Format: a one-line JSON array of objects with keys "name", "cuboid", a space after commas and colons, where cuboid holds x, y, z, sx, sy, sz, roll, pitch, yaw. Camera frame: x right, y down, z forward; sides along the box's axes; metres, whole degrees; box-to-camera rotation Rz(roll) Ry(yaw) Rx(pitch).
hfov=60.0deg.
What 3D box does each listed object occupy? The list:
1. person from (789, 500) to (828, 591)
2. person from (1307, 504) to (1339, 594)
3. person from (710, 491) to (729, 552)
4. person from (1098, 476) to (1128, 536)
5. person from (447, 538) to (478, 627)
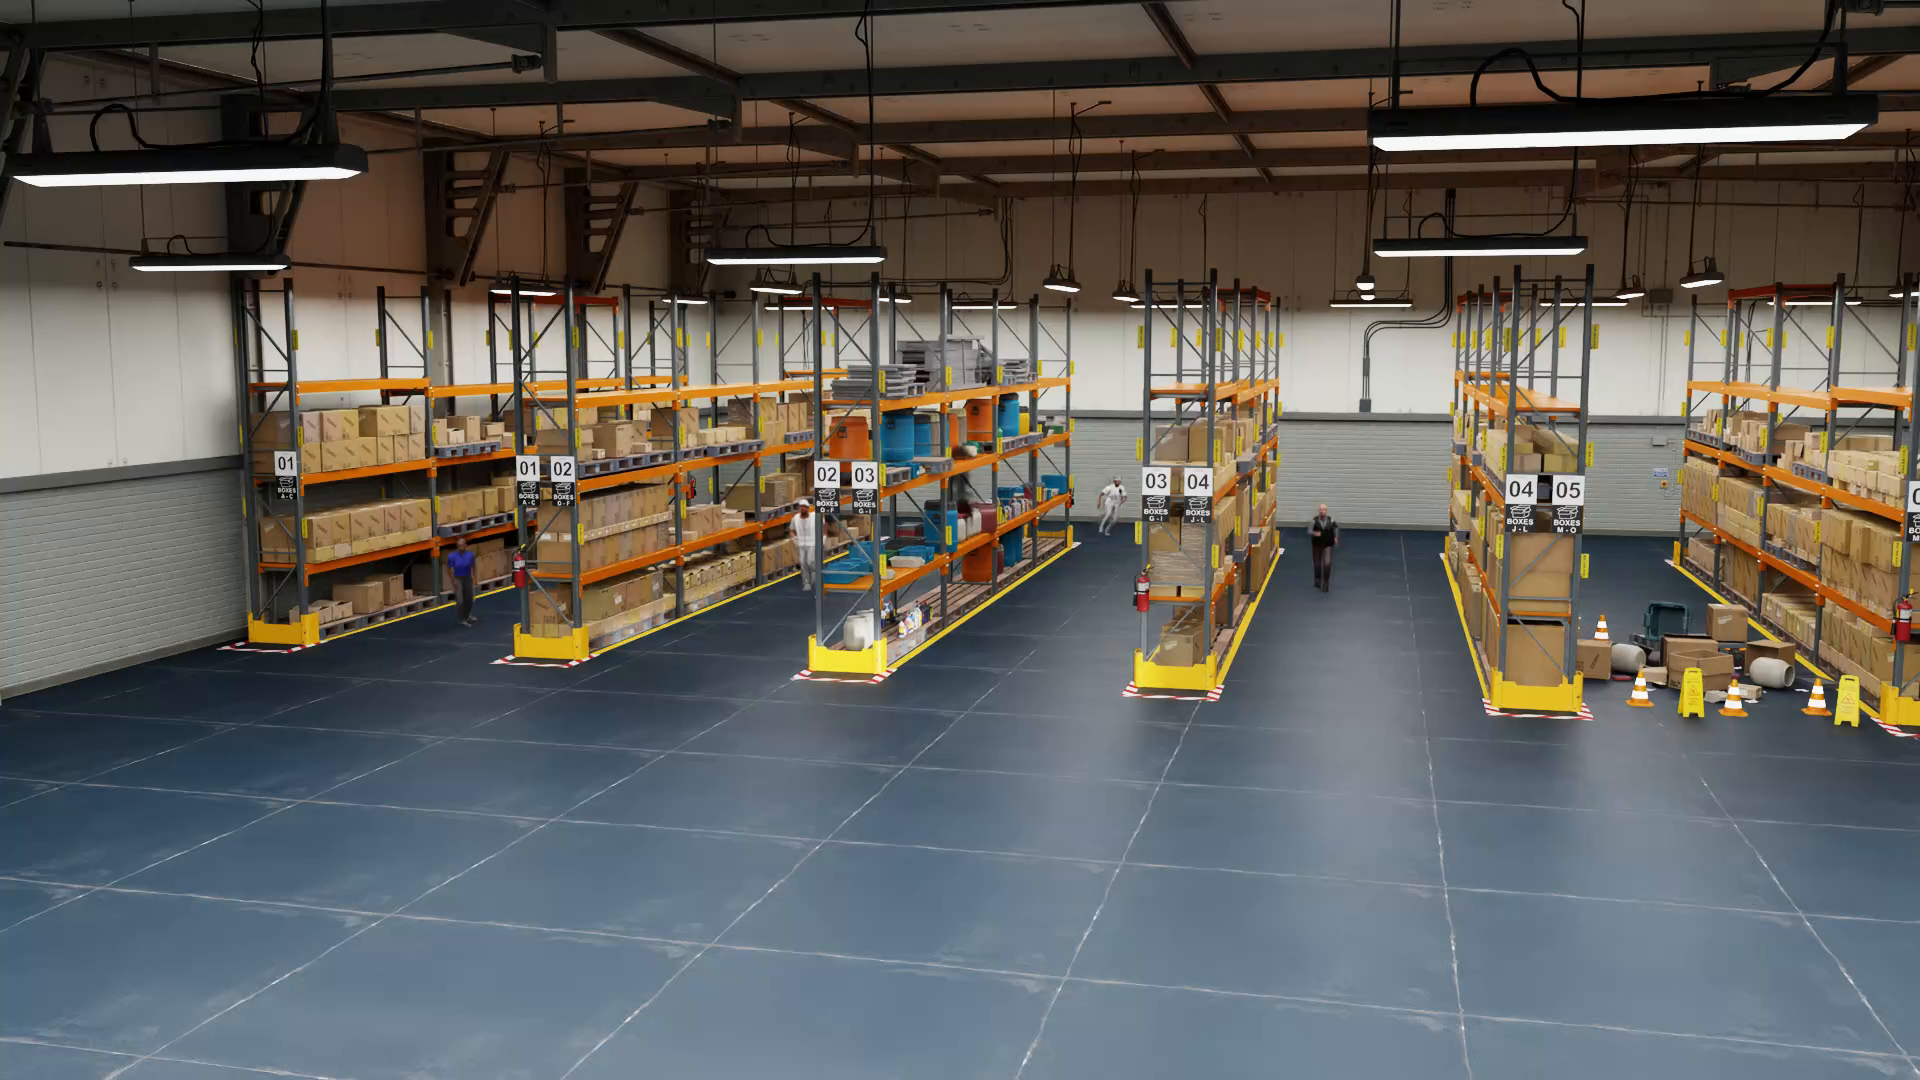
[{"name": "person", "cuboid": [-2.879, 0.112, 31.191, 0.693, 1.746, 0.661, 2, 7, 13]}, {"name": "person", "cuboid": [7.232, 0.175, 33.179, 0.639, 1.781, 0.850, 1, 7, 12]}, {"name": "person", "cuboid": [-5.379, -0.310, 37.531, 0.655, 1.653, 0.787, 1, 7, 6]}, {"name": "person", "cuboid": [3.922, -0.856, 42.765, 0.784, 1.613, 0.581, -2, 7, -18]}, {"name": "person", "cuboid": [-8.746, 0.741, 29.230, 0.589, 1.587, 0.741, -5, 8, -36]}]
